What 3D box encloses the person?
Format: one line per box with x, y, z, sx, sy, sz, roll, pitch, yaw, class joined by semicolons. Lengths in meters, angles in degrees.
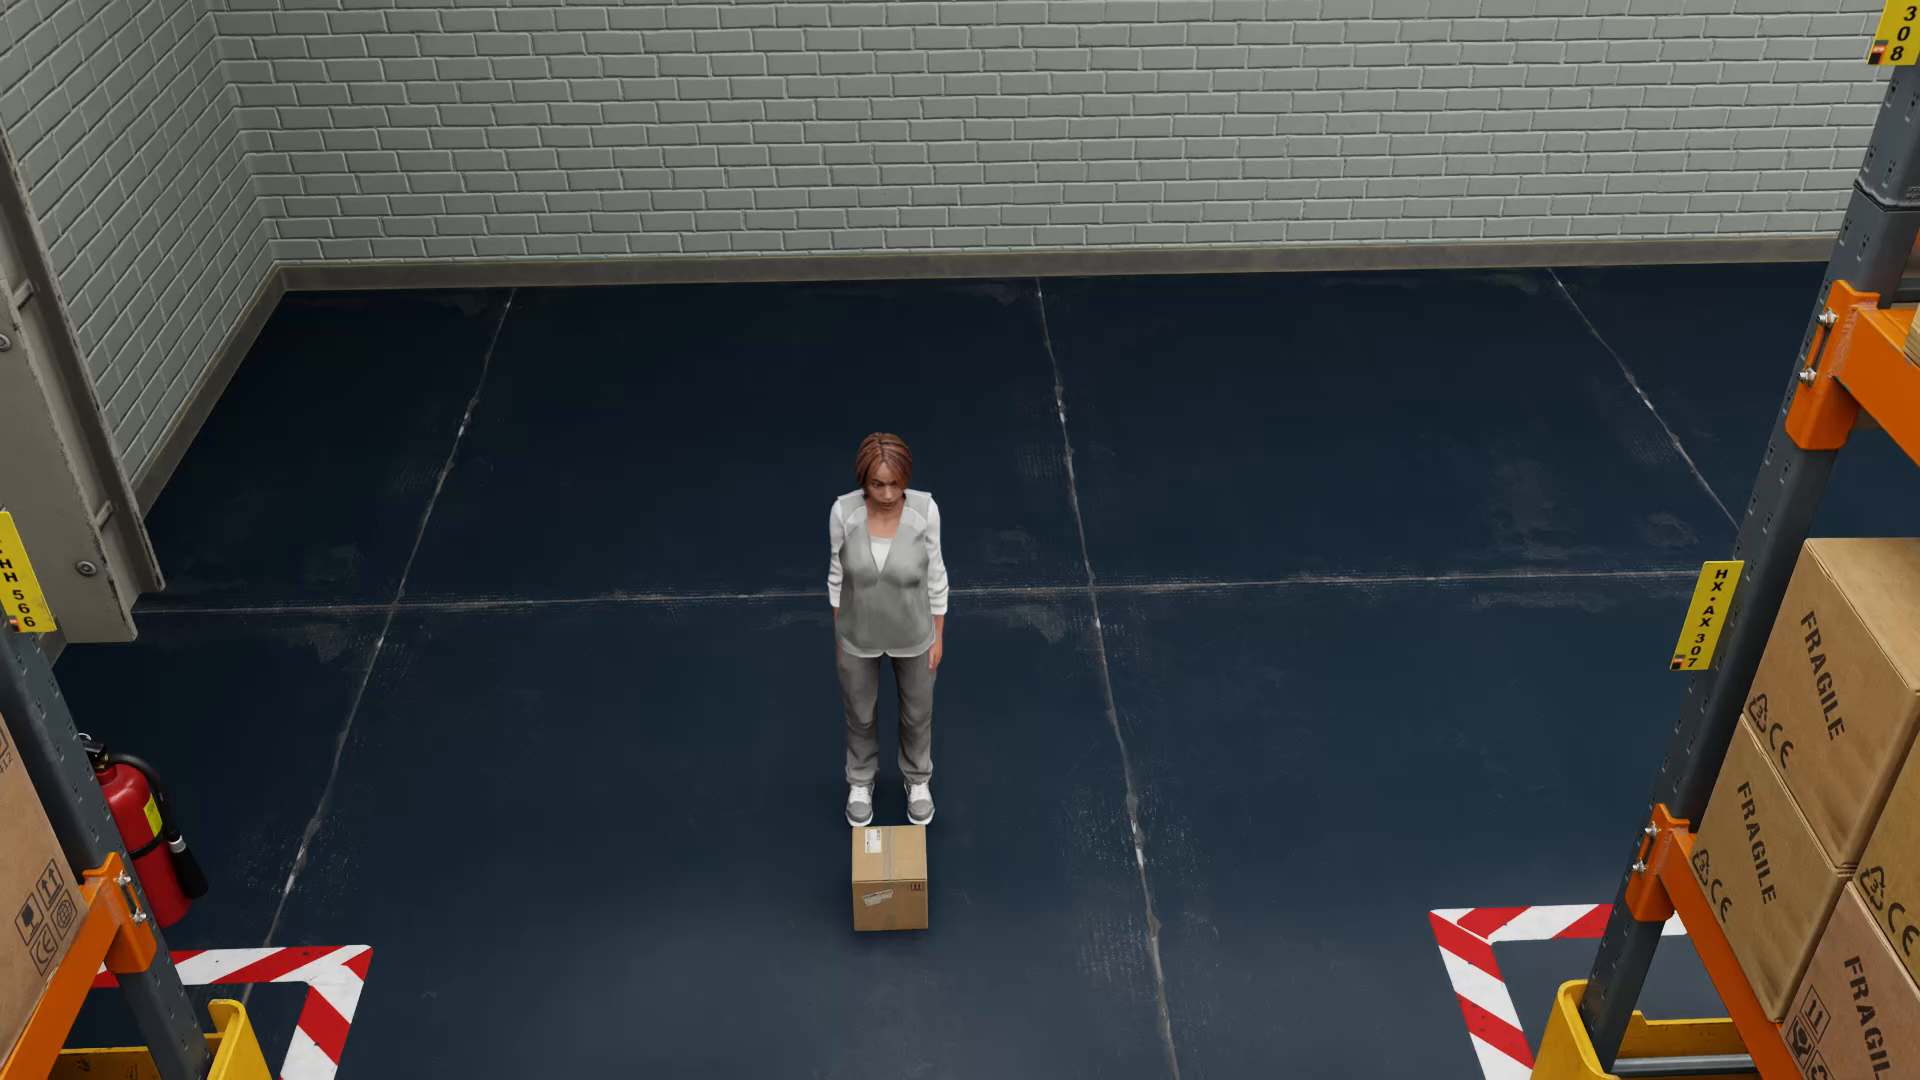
-0.240;0.345;5.707;0.405;1.564;0.312;-1;36;-1;person
